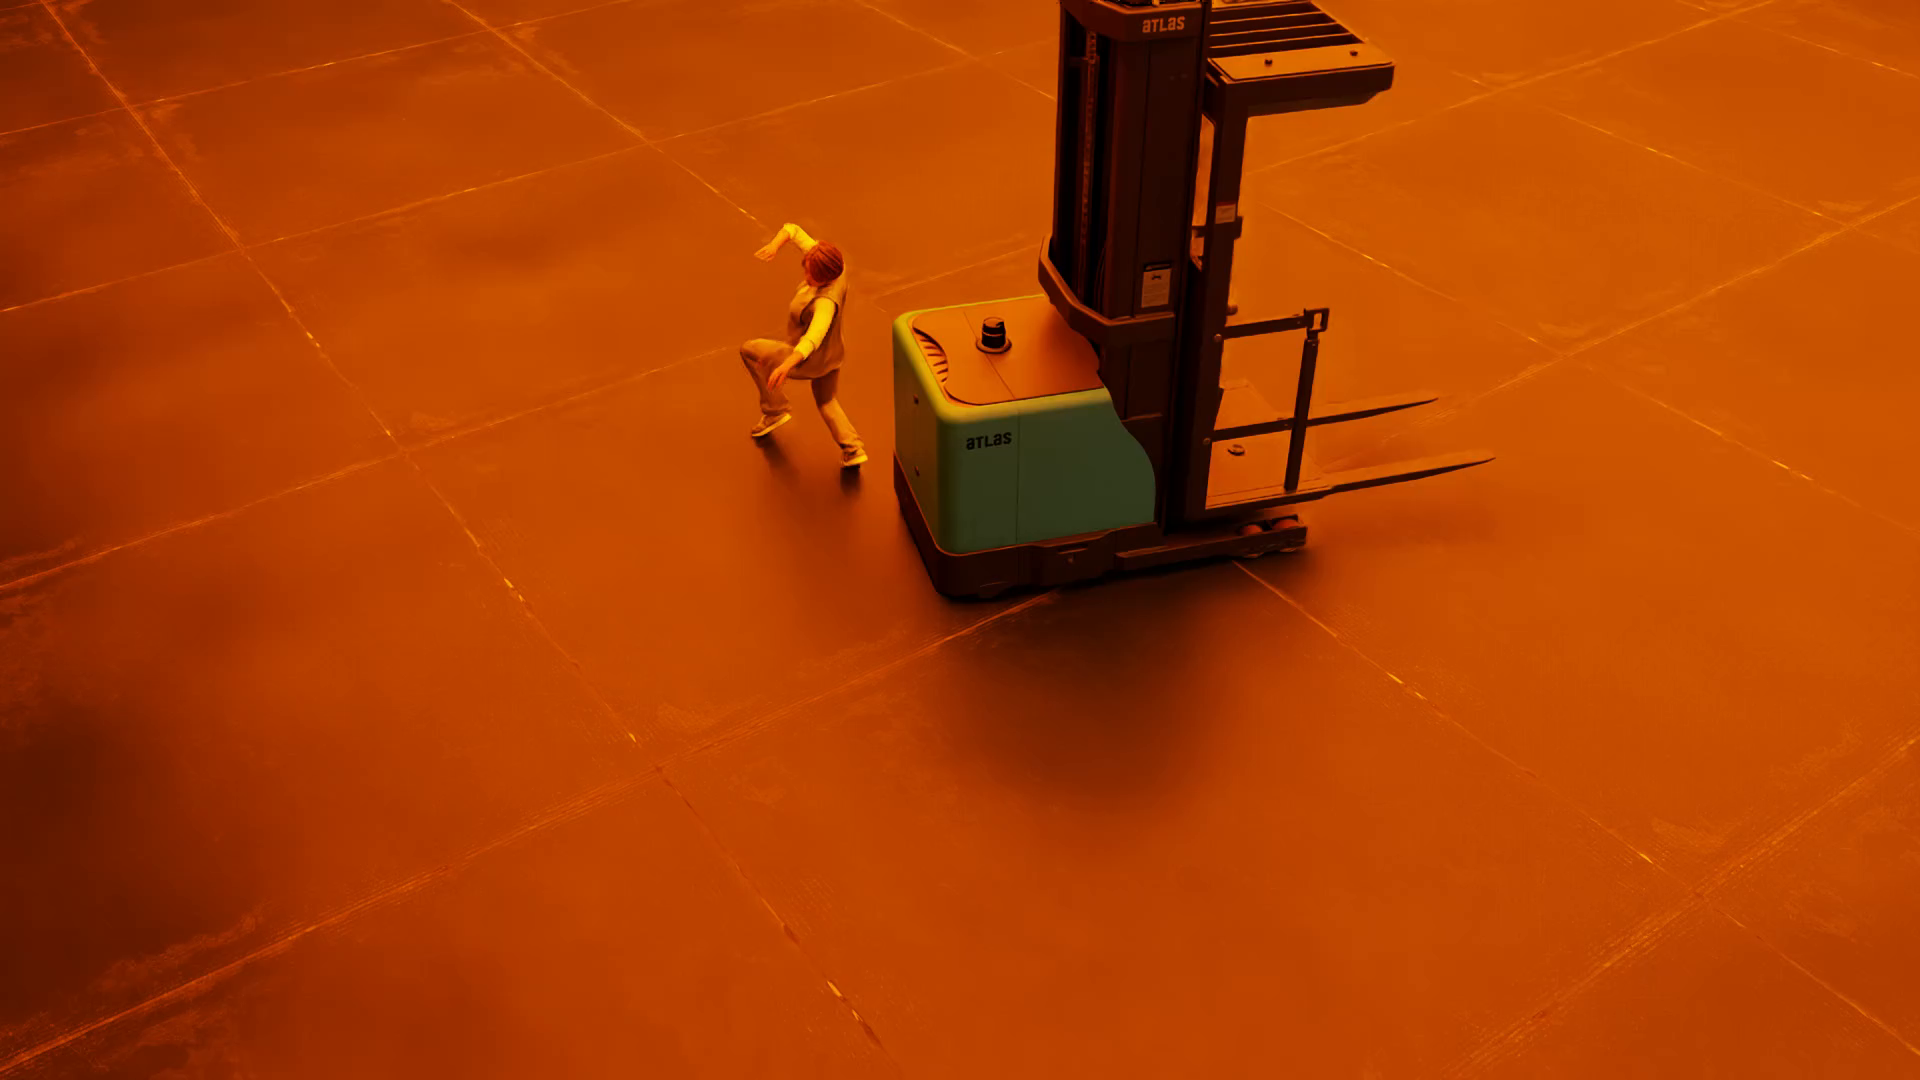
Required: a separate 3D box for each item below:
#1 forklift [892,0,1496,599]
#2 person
[{"bbox_3d":[1.232,-1.381,7.812,3.031,2.935,1.130,-9,37,-12],"label":"forklift"},{"bbox_3d":[-0.929,-0.891,8.518,0.834,1.317,0.898,21,41,26],"label":"person"}]
